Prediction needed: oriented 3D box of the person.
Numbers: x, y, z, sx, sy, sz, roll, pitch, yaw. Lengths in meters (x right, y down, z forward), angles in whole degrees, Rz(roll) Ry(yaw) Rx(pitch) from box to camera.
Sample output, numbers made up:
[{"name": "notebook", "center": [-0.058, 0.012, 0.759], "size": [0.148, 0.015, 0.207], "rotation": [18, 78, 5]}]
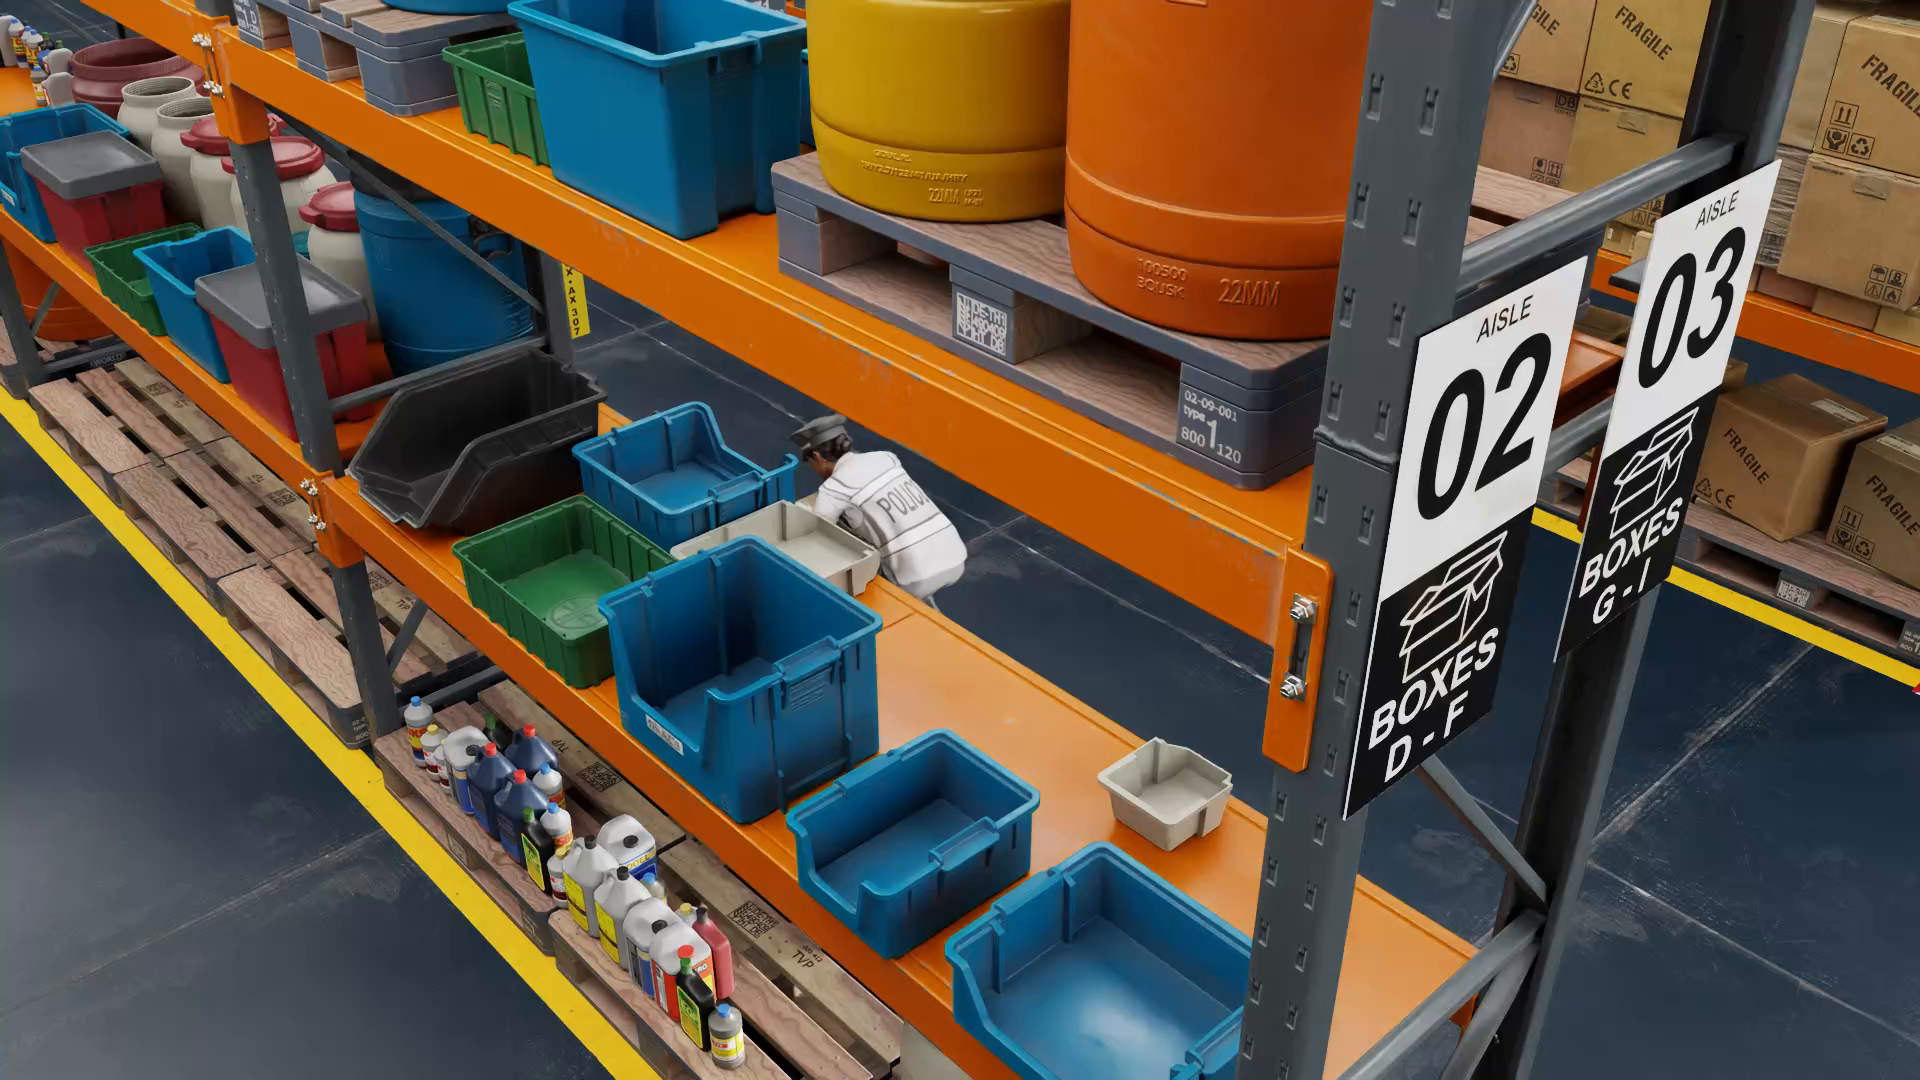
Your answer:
[{"name": "person", "center": [-0.354, -0.016, 6.830], "size": [0.495, 0.967, 0.826], "rotation": [-26, 40, -35]}]
